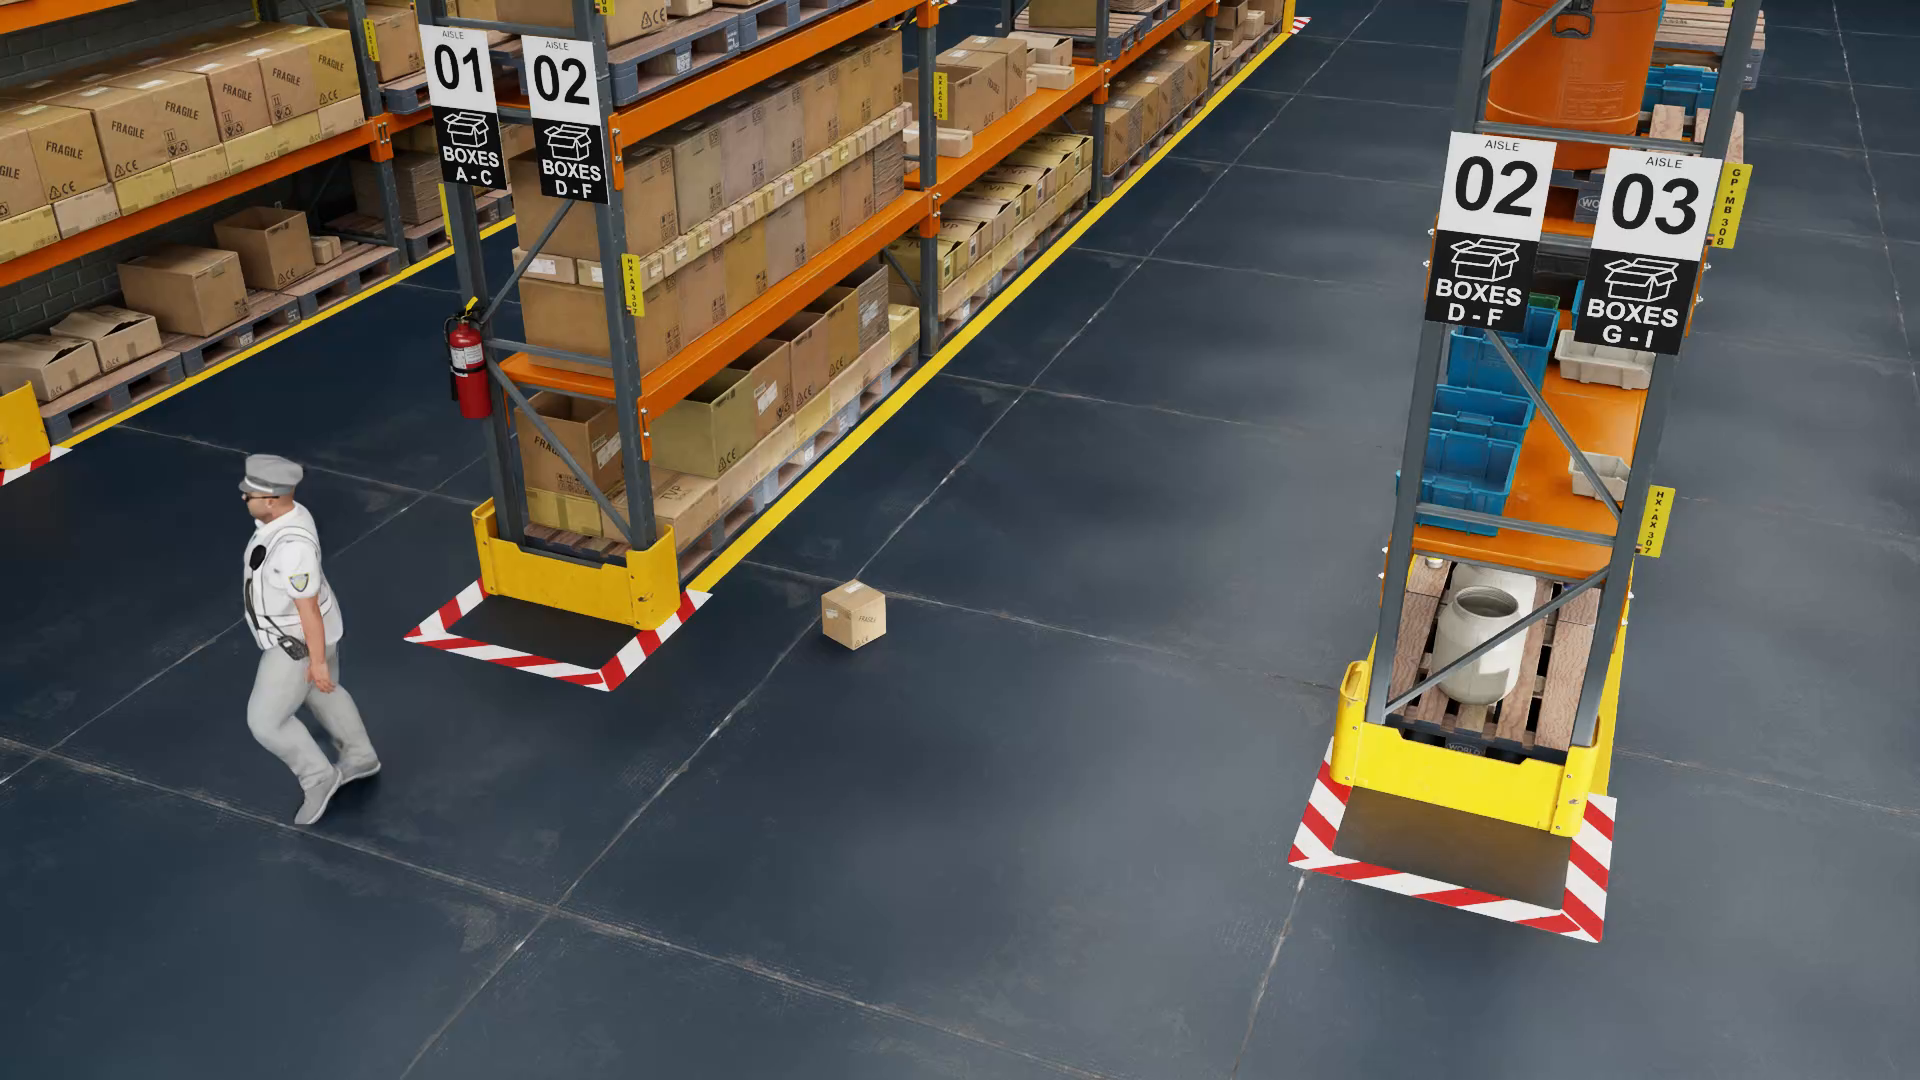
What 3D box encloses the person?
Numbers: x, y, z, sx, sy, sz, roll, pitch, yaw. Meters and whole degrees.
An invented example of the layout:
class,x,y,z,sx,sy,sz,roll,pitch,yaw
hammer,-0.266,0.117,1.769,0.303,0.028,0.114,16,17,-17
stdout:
class,x,y,z,sx,sy,sz,roll,pitch,yaw
person,-3.041,0.455,7.582,0.506,1.840,0.585,-10,31,-17
